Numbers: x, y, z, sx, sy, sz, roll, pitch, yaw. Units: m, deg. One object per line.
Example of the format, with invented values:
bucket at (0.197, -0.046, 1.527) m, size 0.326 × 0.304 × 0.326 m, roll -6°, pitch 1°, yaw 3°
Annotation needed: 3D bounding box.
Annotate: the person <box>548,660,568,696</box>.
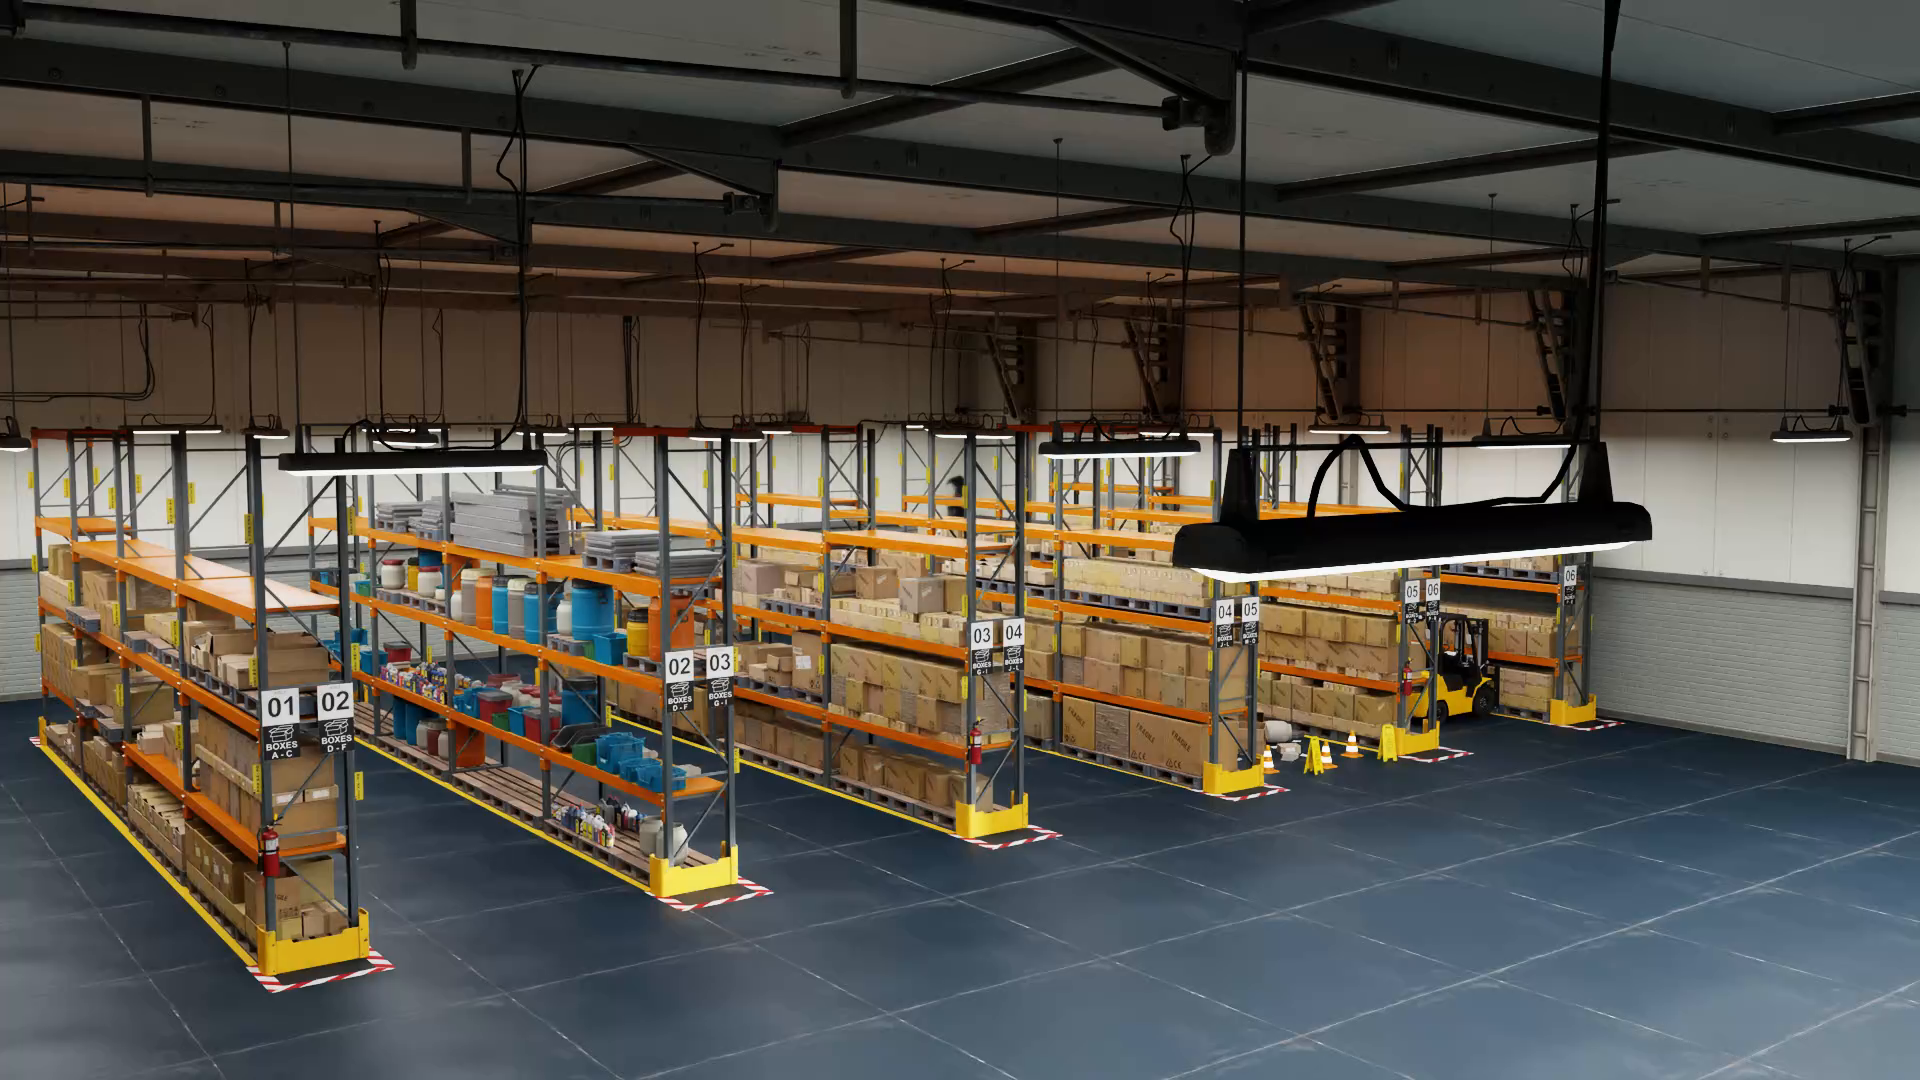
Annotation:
person at (-8.469, 2.819, 34.494) m, size 0.840 × 1.628 × 0.557 m, roll 4°, pitch 6°, yaw 43°
